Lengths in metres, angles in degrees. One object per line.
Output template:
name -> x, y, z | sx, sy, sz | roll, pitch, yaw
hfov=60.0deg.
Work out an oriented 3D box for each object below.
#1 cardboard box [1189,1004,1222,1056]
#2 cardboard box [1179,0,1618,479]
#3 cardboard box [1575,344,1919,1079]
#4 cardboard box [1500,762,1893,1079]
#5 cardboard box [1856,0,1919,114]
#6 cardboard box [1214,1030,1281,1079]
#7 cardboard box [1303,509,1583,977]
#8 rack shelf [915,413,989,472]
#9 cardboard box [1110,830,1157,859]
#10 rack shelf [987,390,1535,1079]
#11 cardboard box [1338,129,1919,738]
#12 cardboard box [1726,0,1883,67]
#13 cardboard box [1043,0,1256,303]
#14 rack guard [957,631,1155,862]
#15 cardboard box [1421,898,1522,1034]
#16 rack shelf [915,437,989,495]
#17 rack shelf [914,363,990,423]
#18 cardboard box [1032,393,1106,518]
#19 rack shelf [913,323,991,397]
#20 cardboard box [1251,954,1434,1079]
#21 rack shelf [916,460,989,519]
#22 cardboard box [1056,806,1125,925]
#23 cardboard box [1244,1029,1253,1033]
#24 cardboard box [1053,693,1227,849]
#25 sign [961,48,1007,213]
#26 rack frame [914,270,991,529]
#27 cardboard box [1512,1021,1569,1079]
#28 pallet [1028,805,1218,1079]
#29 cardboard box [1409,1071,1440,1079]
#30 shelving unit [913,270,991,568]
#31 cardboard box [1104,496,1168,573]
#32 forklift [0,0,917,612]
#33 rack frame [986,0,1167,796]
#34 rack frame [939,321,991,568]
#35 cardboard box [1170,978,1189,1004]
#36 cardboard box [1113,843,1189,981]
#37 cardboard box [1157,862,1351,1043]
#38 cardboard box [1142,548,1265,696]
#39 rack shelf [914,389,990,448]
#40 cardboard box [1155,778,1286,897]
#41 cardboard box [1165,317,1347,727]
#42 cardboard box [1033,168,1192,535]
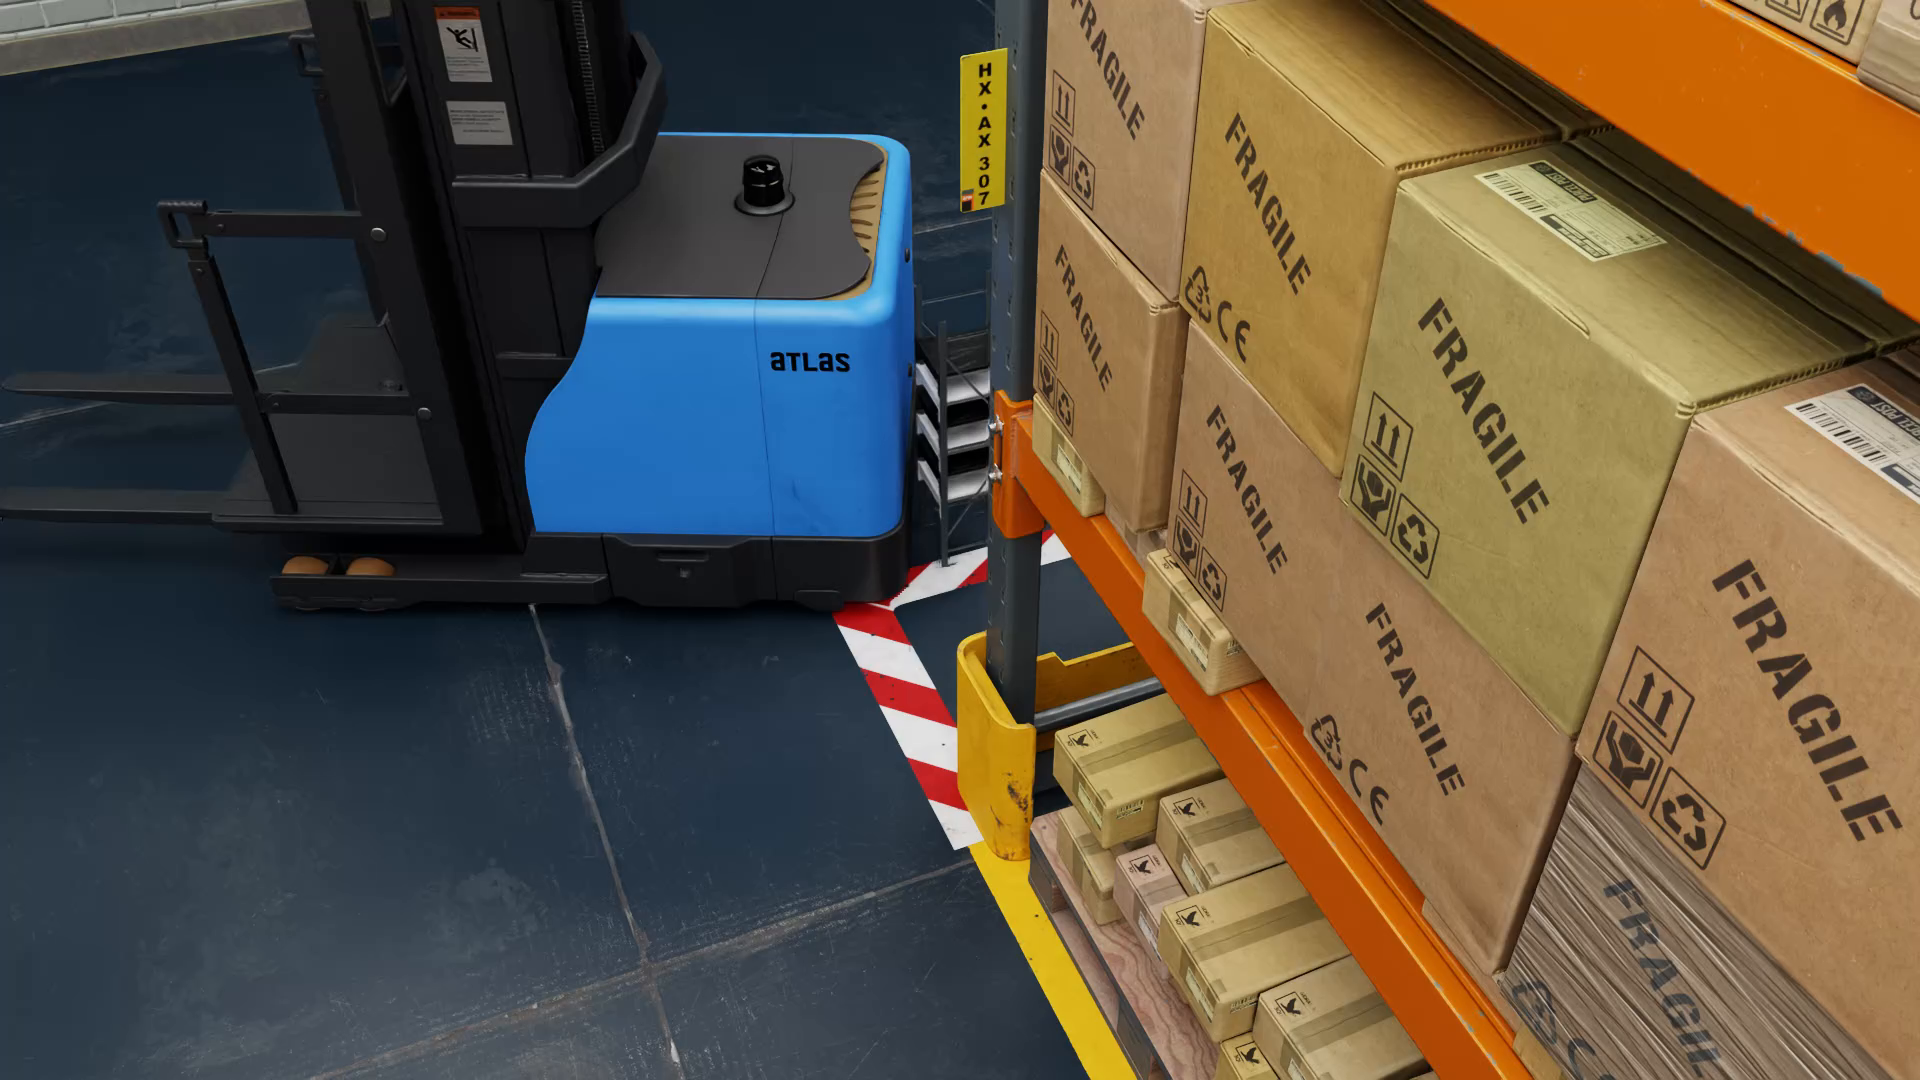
cardboard box -> 0.731, 1.012, 3.637 | 0.380, 0.149, 0.250 | -15, 43, -16
cardboard box -> 0.675, -0.481, 2.437 | 0.500, 0.500, 0.500 | -14, 43, -16
cardboard box -> 1.052, 0.144, 1.710 | 0.500, 0.500, 0.500 | -16, 43, -18
cardboard box -> 1.071, 0.518, 2.042 | 0.500, 0.500, 0.500 | -16, 43, -18
cardboard box -> 1.079, -0.397, 1.226 | 0.500, 0.250, 0.500 | -15, 43, -17
cardboard box -> 0.739, 1.085, 3.325 | 0.380, 0.149, 0.250 | -14, 43, -16
cardboard box -> 0.870, 0.213, 2.397 | 0.500, 0.500, 0.500 | -15, 43, -16
rack shelf -> 0.019, -0.319, 4.982 | 0.258, 0.077, 0.200 | -14, 43, -15
cardboard box -> 0.513, 0.598, 3.890 | 0.380, 0.149, 0.250 | -13, 42, -15
rack shelf -> 1.315, 0.887, 2.469 | 1.077, 0.370, 4.000 | -15, 43, -17
cardboard box -> 0.853, -0.162, 2.066 | 0.500, 0.500, 0.500 | -16, 43, -18
cardboard box -> 0.892, -0.711, 1.591 | 0.500, 0.250, 0.500 | -16, 43, -18
cardboard box -> 0.476, -0.783, 2.789 | 0.500, 0.500, 0.500 | -15, 43, -17
rack guard -> 0.579, 0.403, 4.397 | 1.175, 0.500, 0.348 | -15, 43, -17
cardboard box -> 0.935, 0.548, 2.505 | 0.380, 0.149, 0.250 | -16, 43, -18
rack shelf -> 0.019, -0.251, 5.040 | 0.258, 0.077, 0.200 | -14, 43, -15
rack shelf -> 0.019, -0.455, 4.864 | 0.258, 0.077, 0.200 | -14, 43, -15
cardboard box -> 0.371, -0.218, 3.396 | 0.380, 0.149, 0.250 | -15, 43, -17
rack shelf -> 0.019, -0.524, 4.806 | 0.258, 0.077, 0.200 | -14, 43, -15
cardboard box -> 0.802, 0.955, 3.247 | 0.380, 0.149, 0.250 | -17, 44, -19
rack shelf -> 0.019, -0.182, 5.099 | 0.258, 0.077, 0.200 | -14, 43, -15
cardboard box -> 0.454, 0.727, 3.968 | 0.380, 0.149, 0.250 | -14, 43, -16
cardboard box -> 0.741, 0.903, 3.536 | 0.380, 0.149, 0.250 | -15, 43, -16
cardboard box -> 0.436, 0.506, 3.769 | 0.380, 0.149, 0.250 | -17, 44, -19
sign -> 0.048, -0.783, 3.196 | 0.100, 0.325, 0.005 | -15, 43, -17
rack frame -> -0.016, -0.406, 5.032 | 0.240, 0.900, 0.006 | -14, 43, -15
cardboard box -> 1.015, 0.709, 2.318 | 0.380, 0.149, 0.250 | -14, 43, -15
pallet -> 0.857, 1.011, 3.912 | 1.003, 0.211, 1.213 | -15, 43, -17
cardboard box -> 0.899, 1.124, 3.050 | 0.380, 0.149, 0.250 | -14, 43, -15
shelving unit -> 0.019, -0.344, 4.960 | 0.258, 0.900, 0.210 | -14, 43, -15
cardboard box -> 0.506, -0.075, 3.229 | 0.380, 0.149, 0.250 | -14, 43, -15
forklift -> -1.663, -1.240, 4.444 | 3.031, 2.935, 1.130 | 1, 41, 1
rack frame -> 0.549, -0.590, 3.636 | 1.000, 3.000, 0.127 | -15, 43, -17
rack frame -> 0.055, -0.282, 4.888 | 0.240, 0.900, 0.006 | -14, 43, -15
cardboard box -> 0.630, 0.864, 3.809 | 0.380, 0.149, 0.250 | -15, 43, -17
cardboard box -> 0.565, 0.778, 3.682 | 0.380, 0.149, 0.250 | -15, 43, -17
cardboard box -> 0.631, 0.826, 3.397 | 0.380, 0.149, 0.250 | -15, 43, -17
cardboard box -> 0.560, 0.100, 3.025 | 0.380, 0.149, 0.250 | -16, 43, -18
rack shelf -> 0.019, -0.387, 4.923 | 0.258, 0.077, 0.200 | -14, 43, -15
cardboard box -> 0.653, 0.642, 3.610 | 0.380, 0.149, 0.250 | -14, 43, -16
cardboard box -> 0.694, -0.085, 2.744 | 0.500, 0.500, 0.500 | -15, 43, -17
cardboard box -> 0.466, -0.401, 3.111 | 0.500, 0.500, 0.500 | -13, 42, -15
